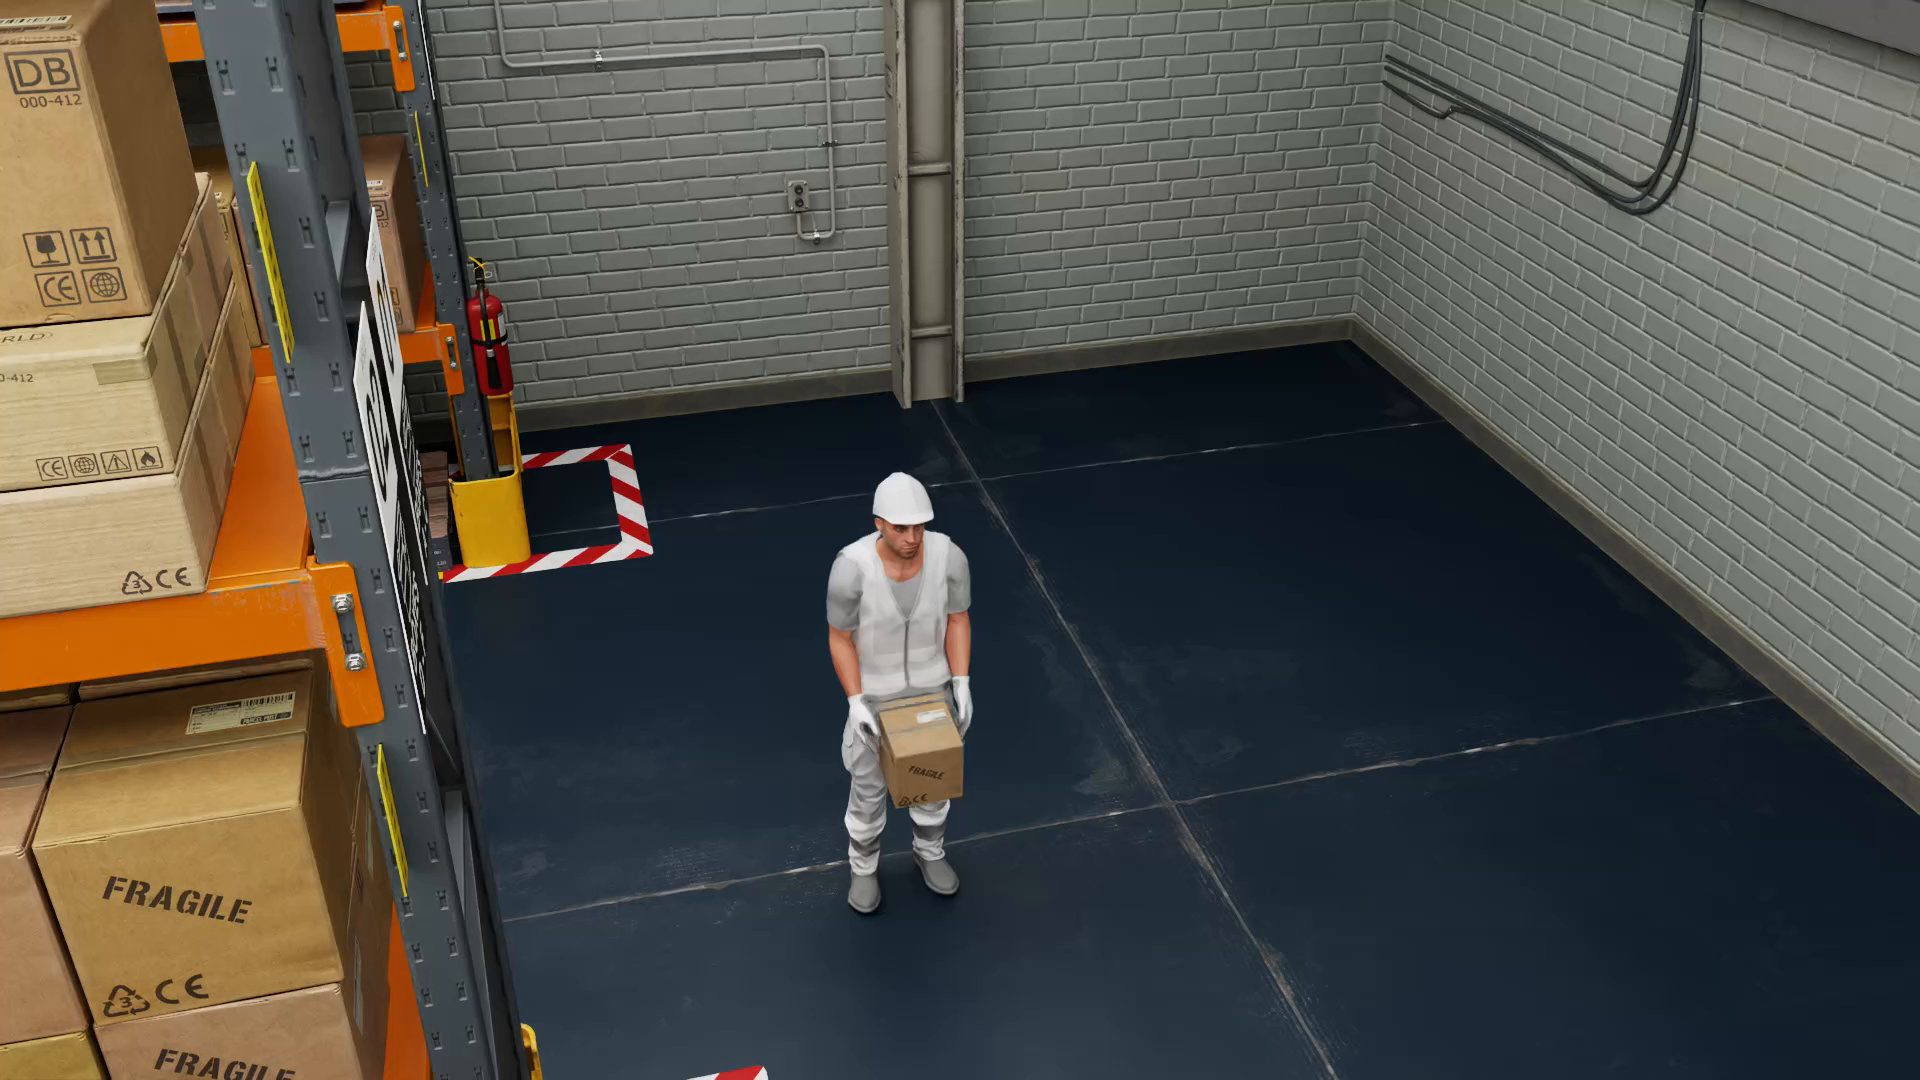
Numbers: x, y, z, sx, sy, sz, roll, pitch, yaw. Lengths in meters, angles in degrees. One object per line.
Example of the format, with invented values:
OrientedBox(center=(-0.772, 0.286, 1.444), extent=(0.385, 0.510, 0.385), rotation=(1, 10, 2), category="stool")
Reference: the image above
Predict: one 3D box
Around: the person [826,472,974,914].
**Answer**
OrientedBox(center=(-0.204, 0.565, 6.125), extent=(0.537, 1.791, 0.449), rotation=(-8, 31, -14), category="person")
